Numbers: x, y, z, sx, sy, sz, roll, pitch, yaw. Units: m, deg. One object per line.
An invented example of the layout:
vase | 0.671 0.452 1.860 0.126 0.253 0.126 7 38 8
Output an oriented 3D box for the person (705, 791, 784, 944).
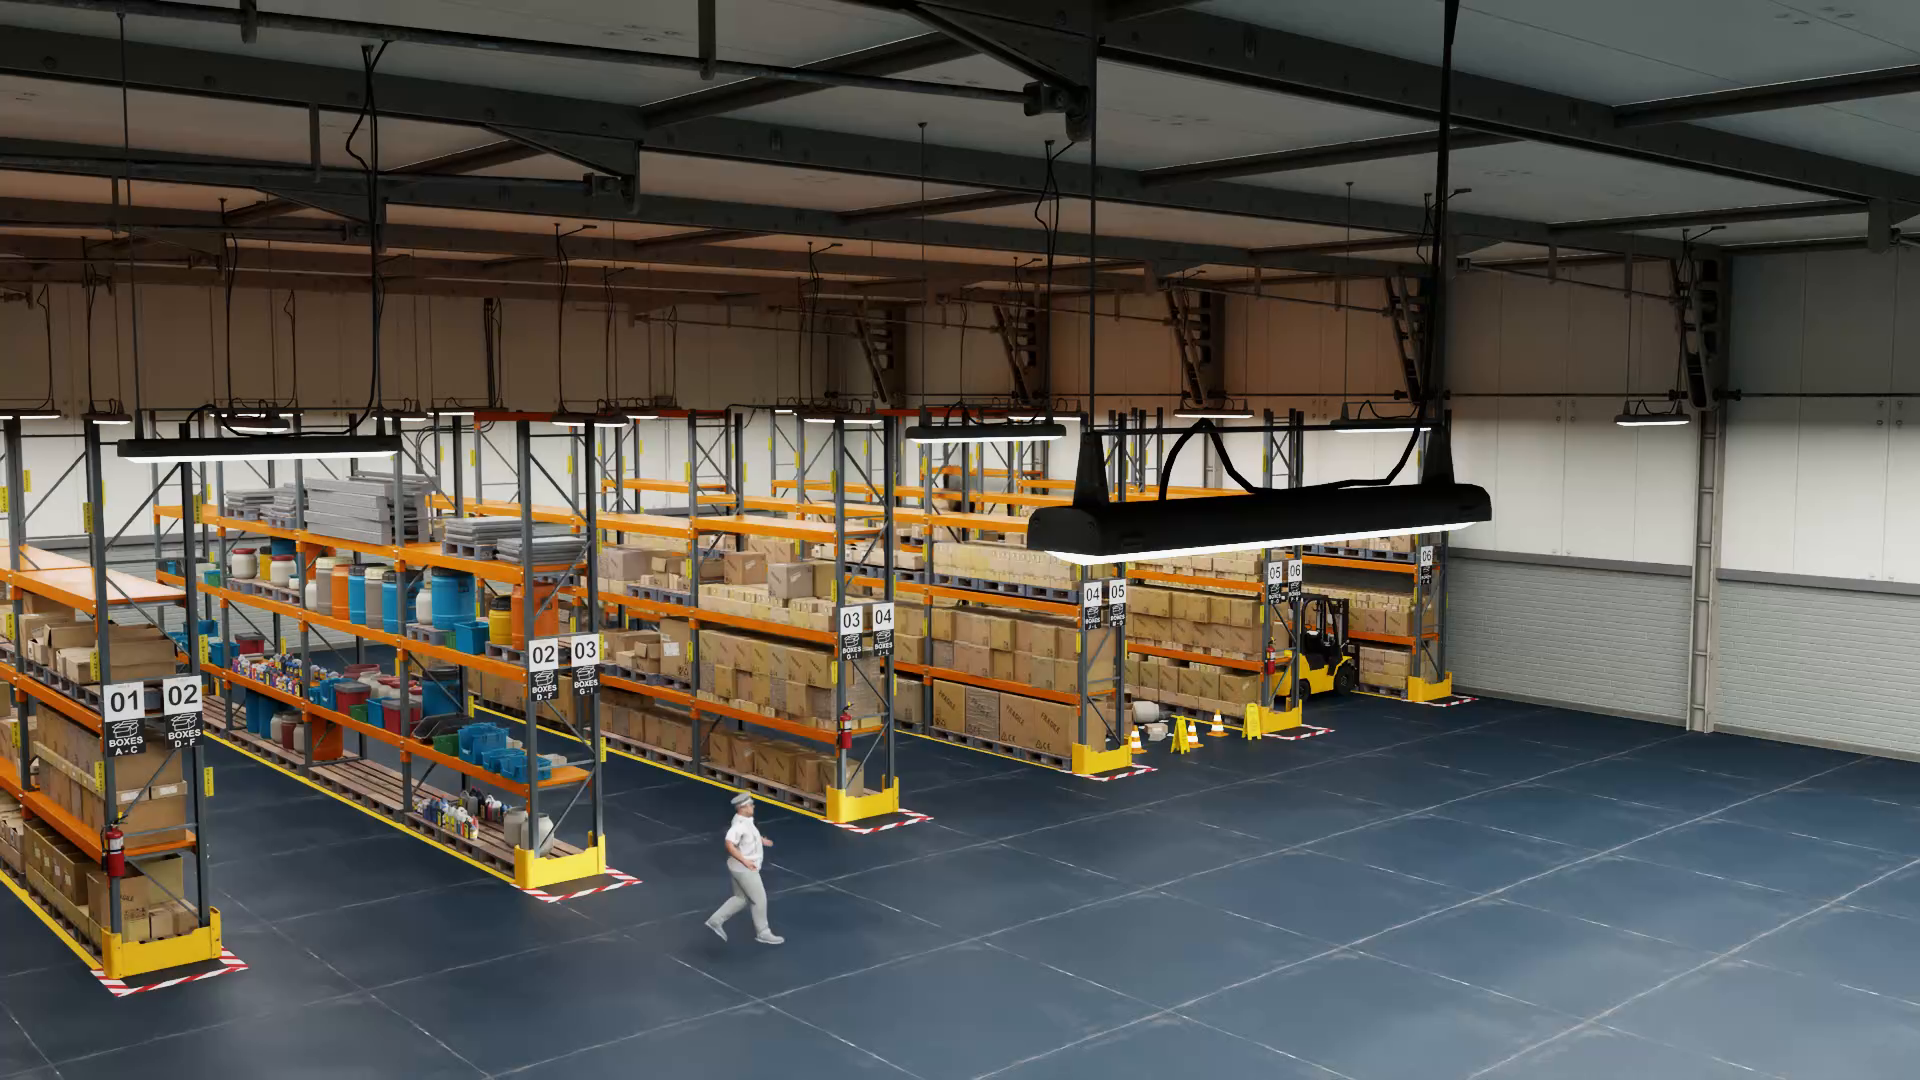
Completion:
person | -2.460 3.758 19.042 0.872 1.782 0.663 -1 5 -14

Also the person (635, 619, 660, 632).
person | -7.832 1.862 41.431 0.834 1.702 0.683 1 5 11

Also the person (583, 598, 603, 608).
person | -9.031 1.977 40.388 0.640 1.619 0.578 3 6 32
